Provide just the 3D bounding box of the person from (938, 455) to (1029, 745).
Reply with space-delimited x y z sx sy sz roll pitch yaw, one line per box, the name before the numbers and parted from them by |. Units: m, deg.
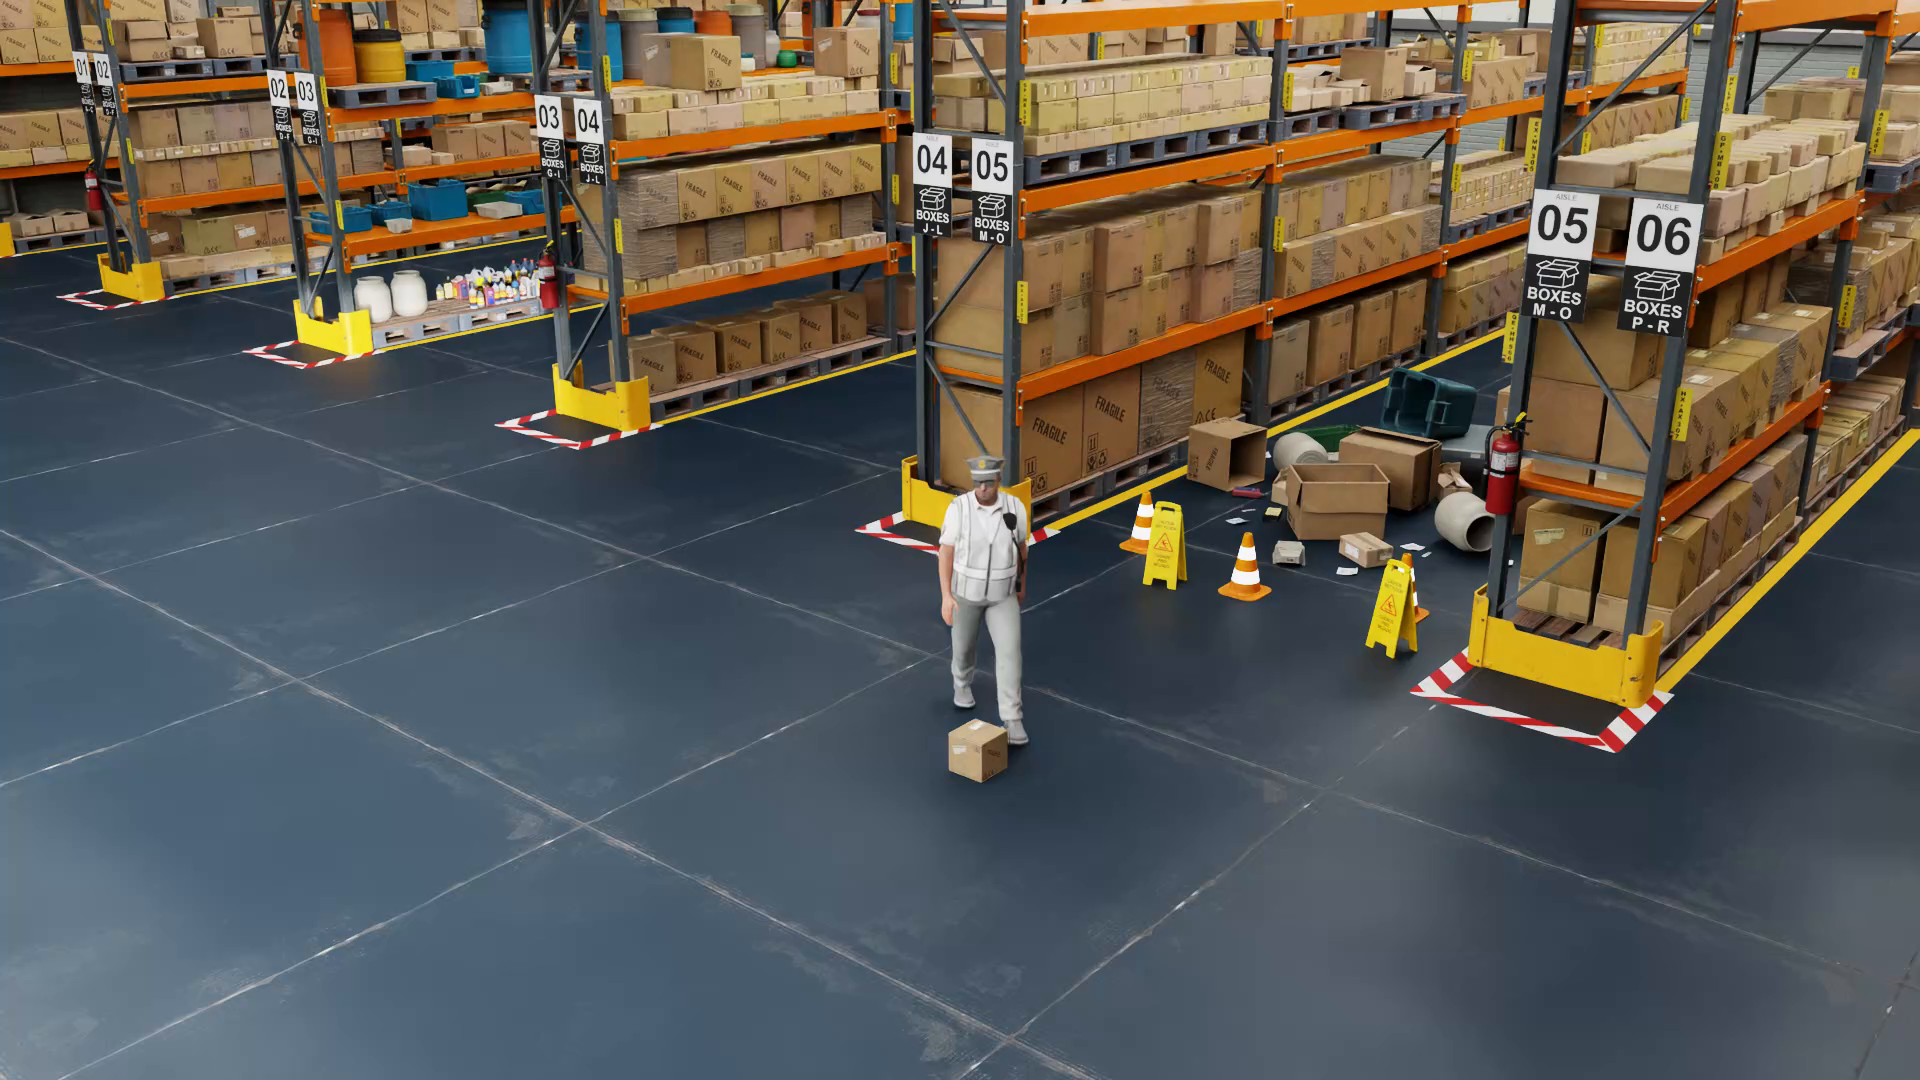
person | 0.157 0.334 10.126 0.570 1.712 0.999 -2 20 -5
